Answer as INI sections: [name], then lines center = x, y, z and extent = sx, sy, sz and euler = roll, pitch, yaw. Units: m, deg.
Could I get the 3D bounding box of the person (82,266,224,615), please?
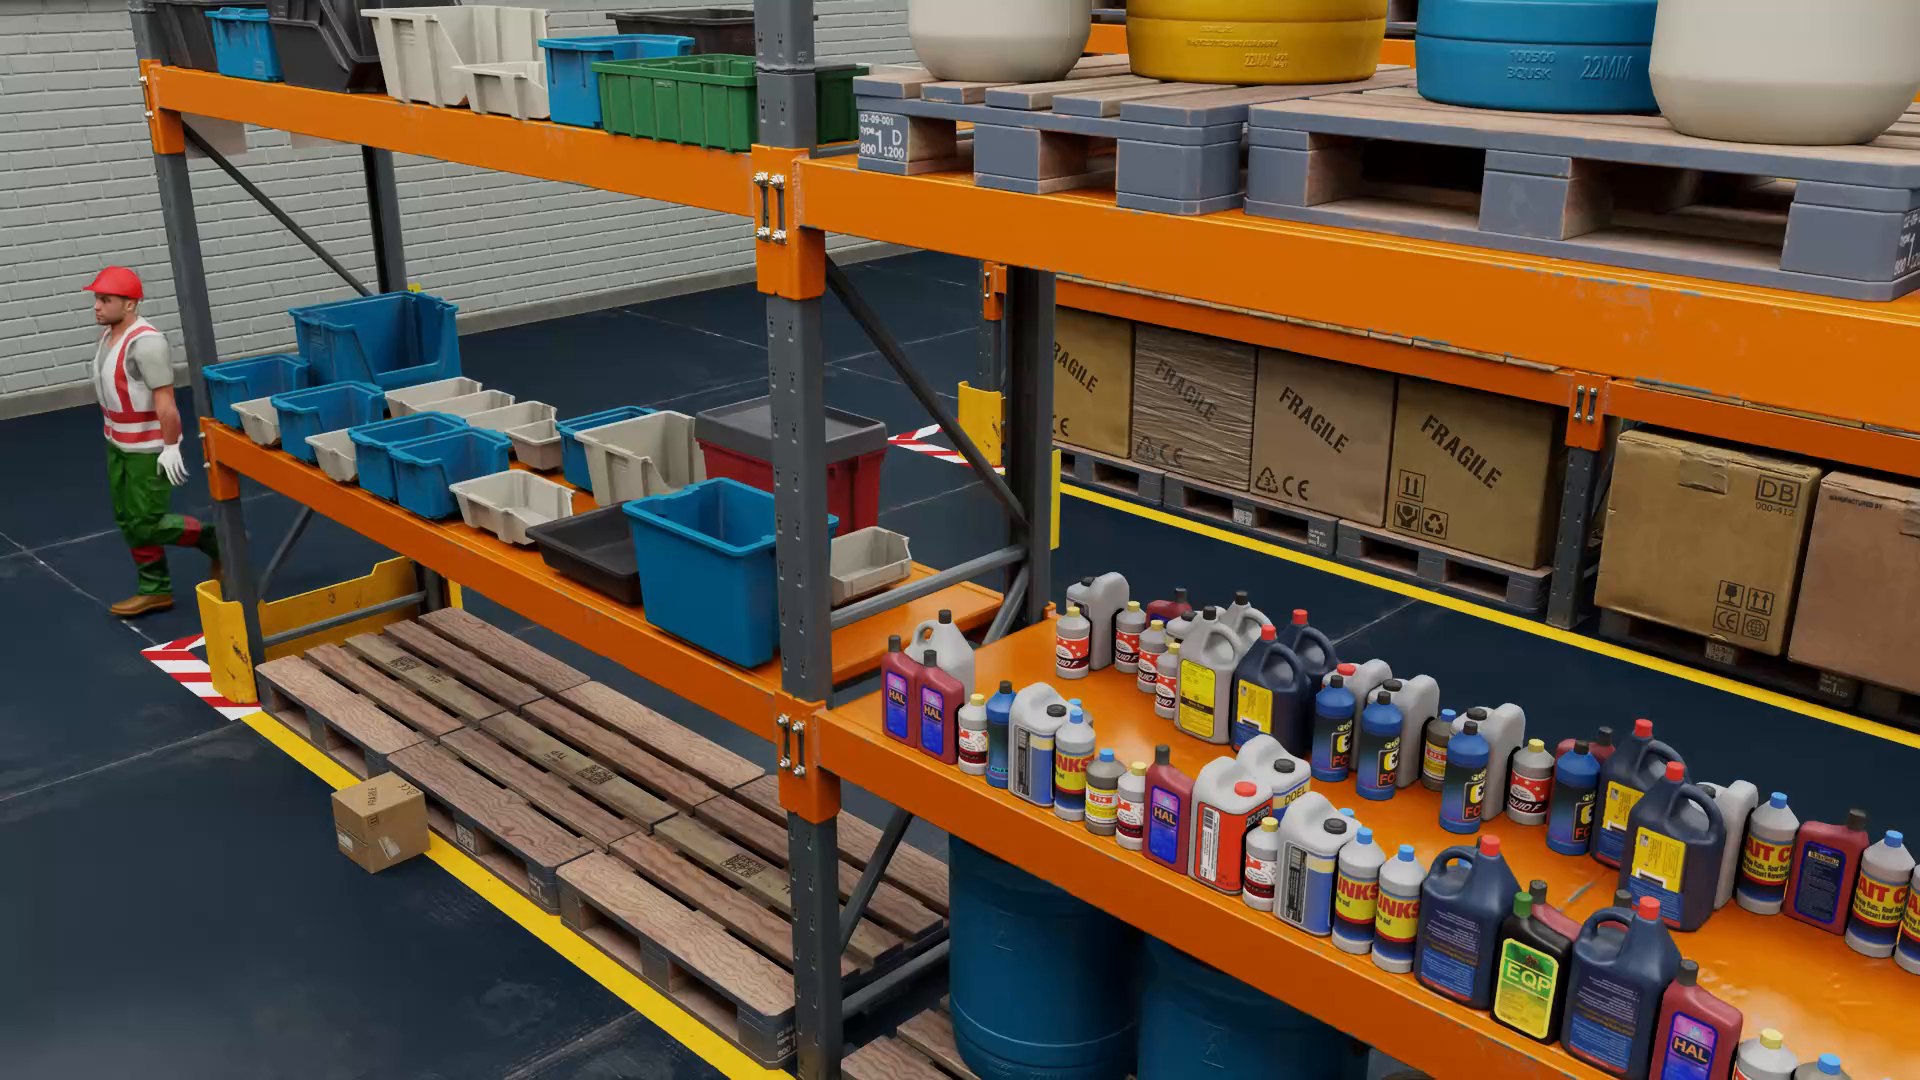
[person]
center = -4.031, -0.493, 8.325
extent = 0.590, 1.779, 0.639
euler = 17, 26, 38
